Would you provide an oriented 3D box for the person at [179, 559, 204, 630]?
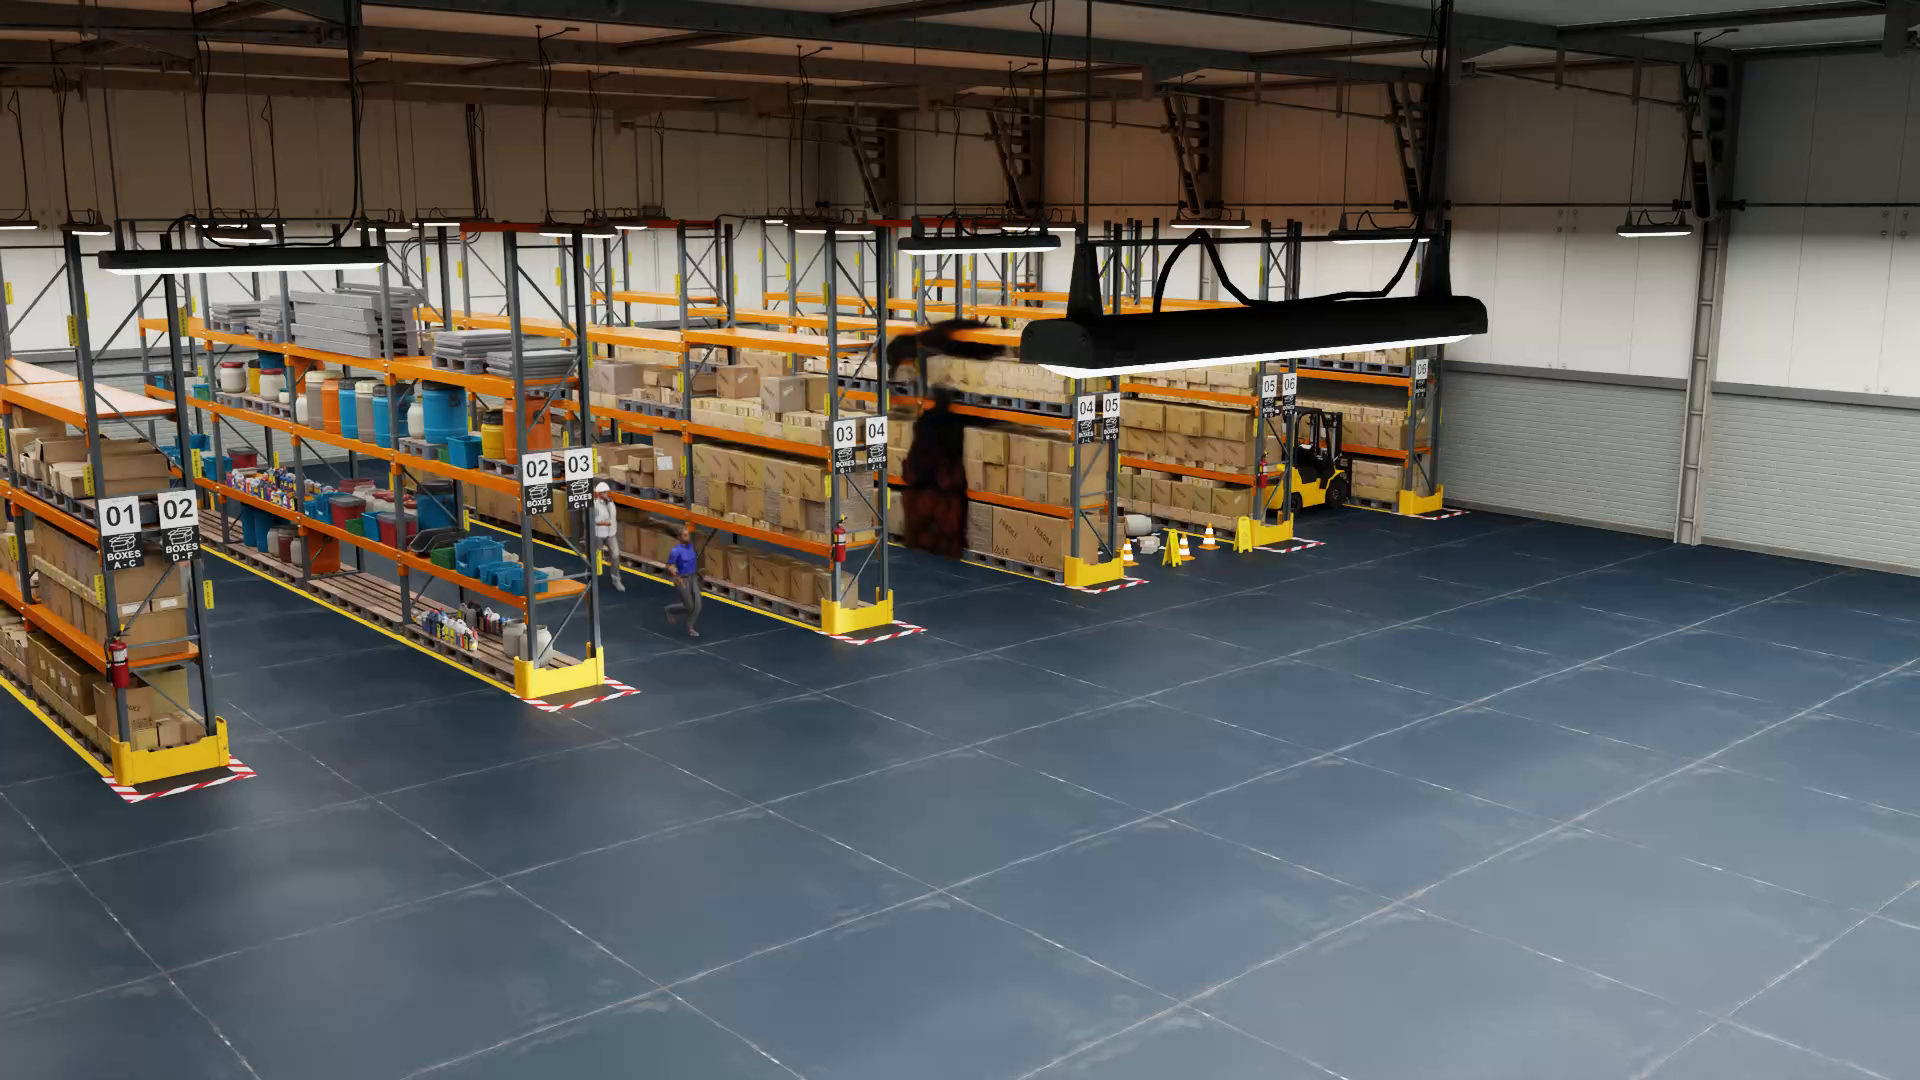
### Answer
[{"bbox_3d":[-11.598,0.547,24.920,0.856,1.696,0.583,9,15,38],"label":"person"}]

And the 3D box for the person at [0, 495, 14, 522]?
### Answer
[{"bbox_3d":[-17.804,-0.677,31.170,0.555,1.589,0.622,8,14,35],"label":"person"}]

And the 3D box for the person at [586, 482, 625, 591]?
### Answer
[{"bbox_3d":[-5.967,-0.078,27.736,0.610,1.805,0.889,-9,15,-39],"label":"person"}]

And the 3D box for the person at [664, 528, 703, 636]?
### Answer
[{"bbox_3d":[-4.128,0.616,24.819,0.578,1.618,0.582,8,14,34],"label":"person"}]
